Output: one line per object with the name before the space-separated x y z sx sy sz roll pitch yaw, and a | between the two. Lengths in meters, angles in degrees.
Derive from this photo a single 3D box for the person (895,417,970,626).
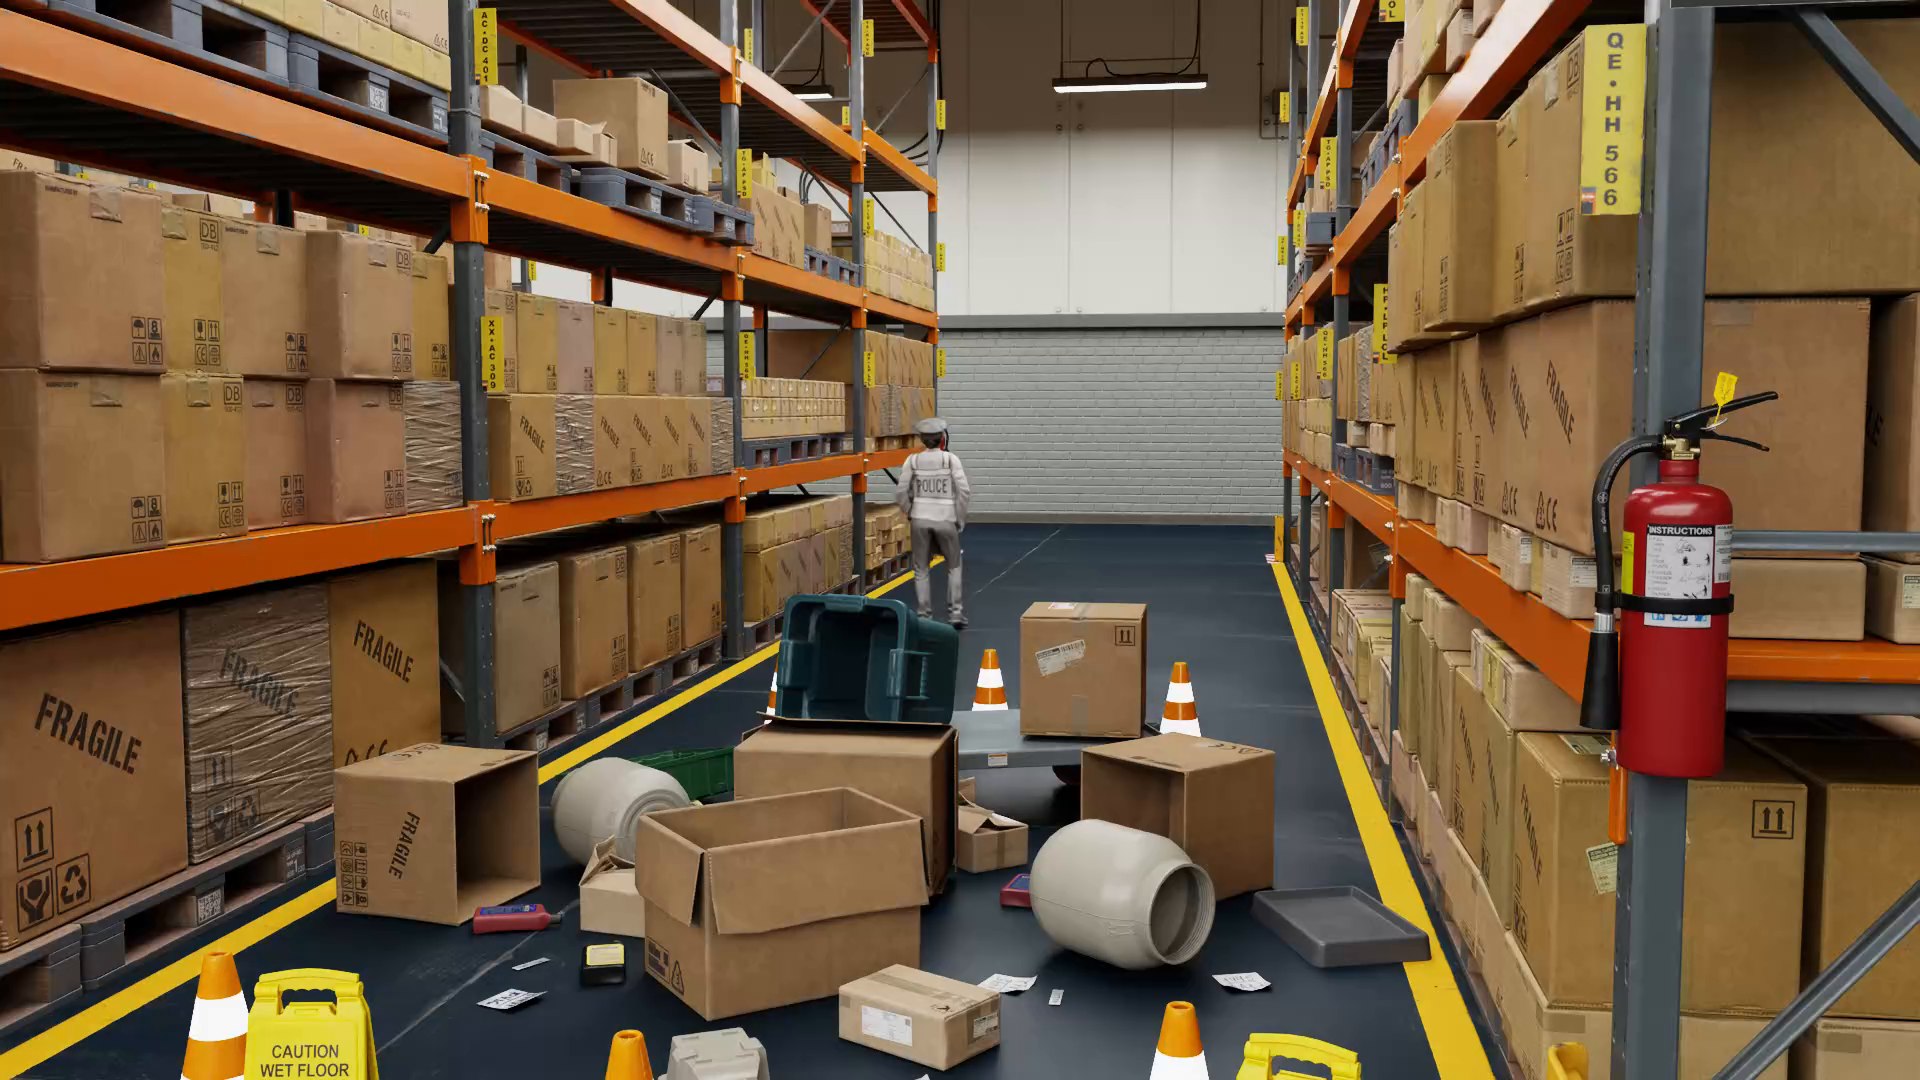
person | -0.209 -0.133 13.072 0.596 1.656 0.468 0 5 6
